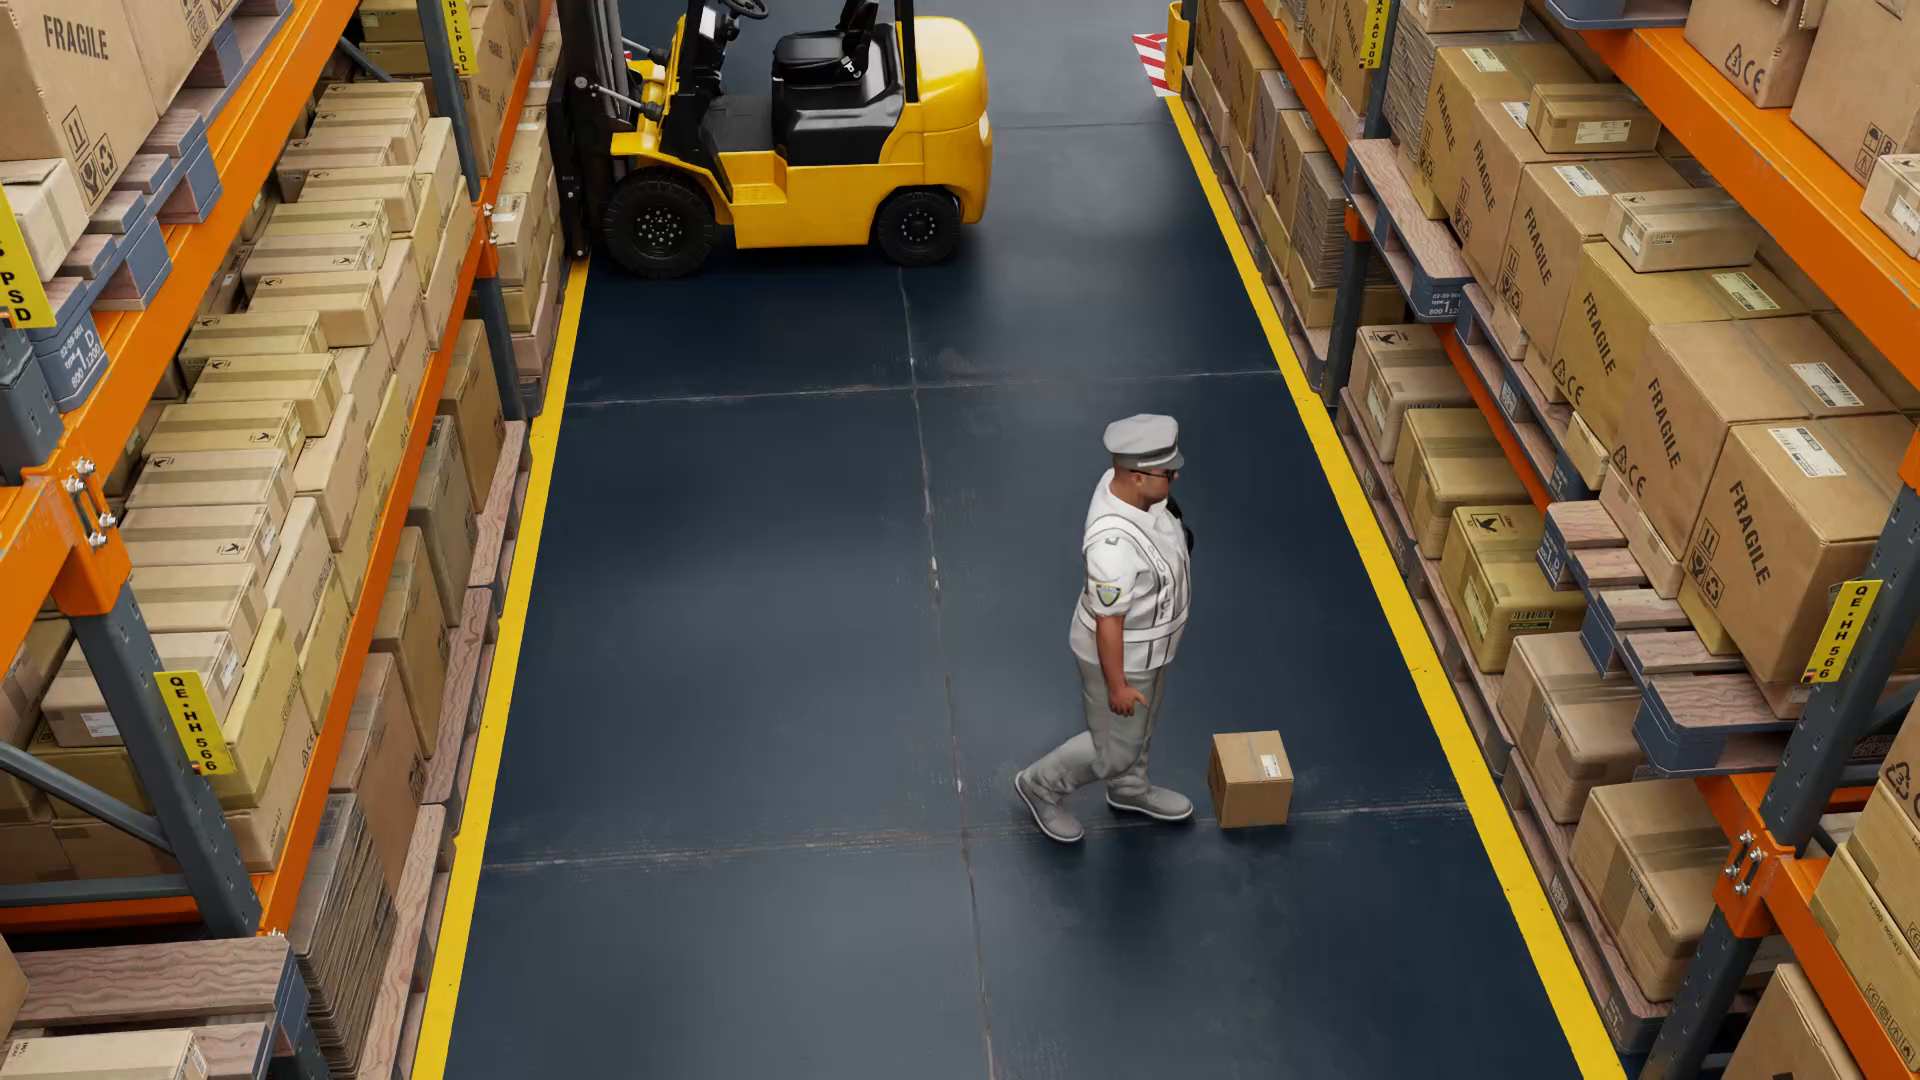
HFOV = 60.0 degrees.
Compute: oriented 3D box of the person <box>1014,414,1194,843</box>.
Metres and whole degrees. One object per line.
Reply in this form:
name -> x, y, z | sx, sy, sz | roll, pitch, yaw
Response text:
person -> 0.542, 0.326, 5.722 | 0.657, 1.745, 0.554 | 9, 40, 11
